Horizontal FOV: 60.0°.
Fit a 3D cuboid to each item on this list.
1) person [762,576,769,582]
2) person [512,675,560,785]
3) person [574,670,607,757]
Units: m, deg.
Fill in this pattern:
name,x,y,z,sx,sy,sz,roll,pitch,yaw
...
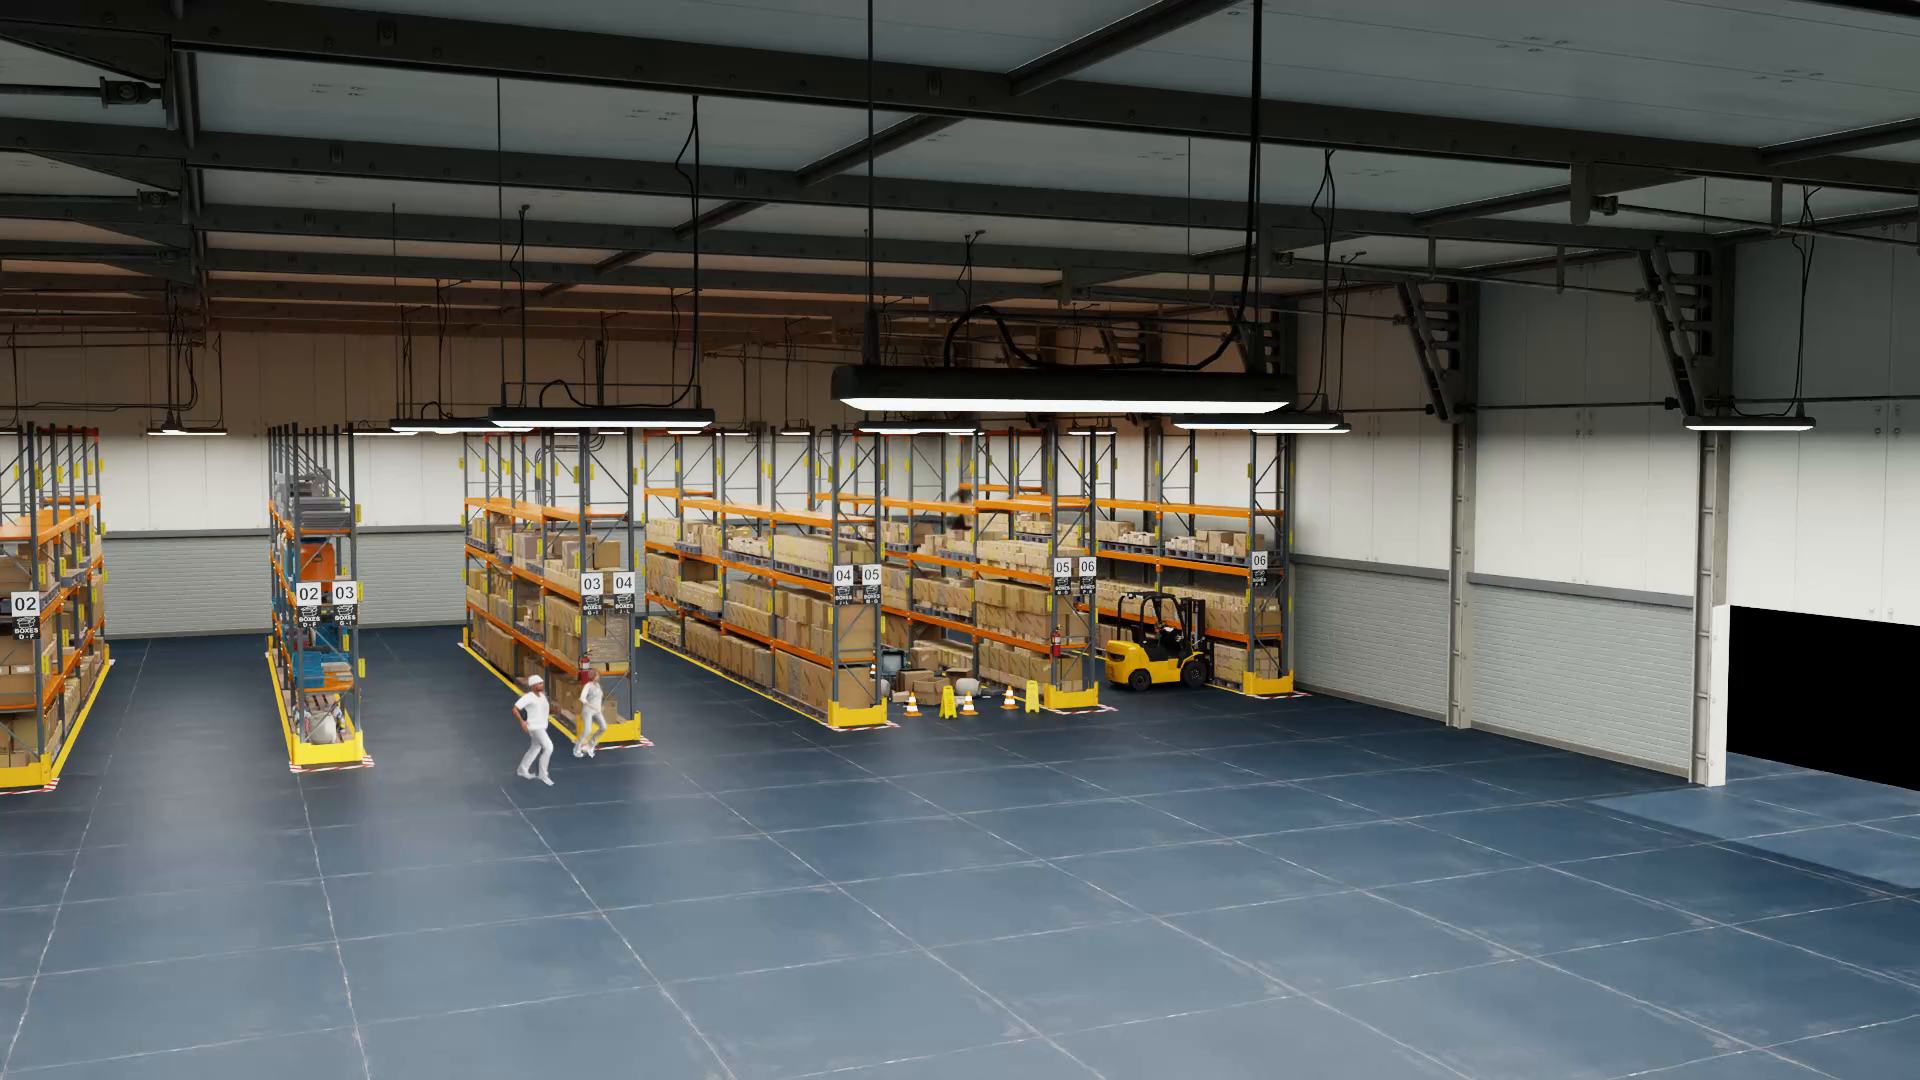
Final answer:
name,x,y,z,sx,sy,sz,roll,pitch,yaw
person,-5.957,1.804,50.652,0.596,1.686,0.661,-2,4,-24
person,-7.013,3.153,27.590,0.765,1.818,0.677,0,4,6
person,-6.612,3.117,29.938,0.573,1.541,0.603,2,4,28
